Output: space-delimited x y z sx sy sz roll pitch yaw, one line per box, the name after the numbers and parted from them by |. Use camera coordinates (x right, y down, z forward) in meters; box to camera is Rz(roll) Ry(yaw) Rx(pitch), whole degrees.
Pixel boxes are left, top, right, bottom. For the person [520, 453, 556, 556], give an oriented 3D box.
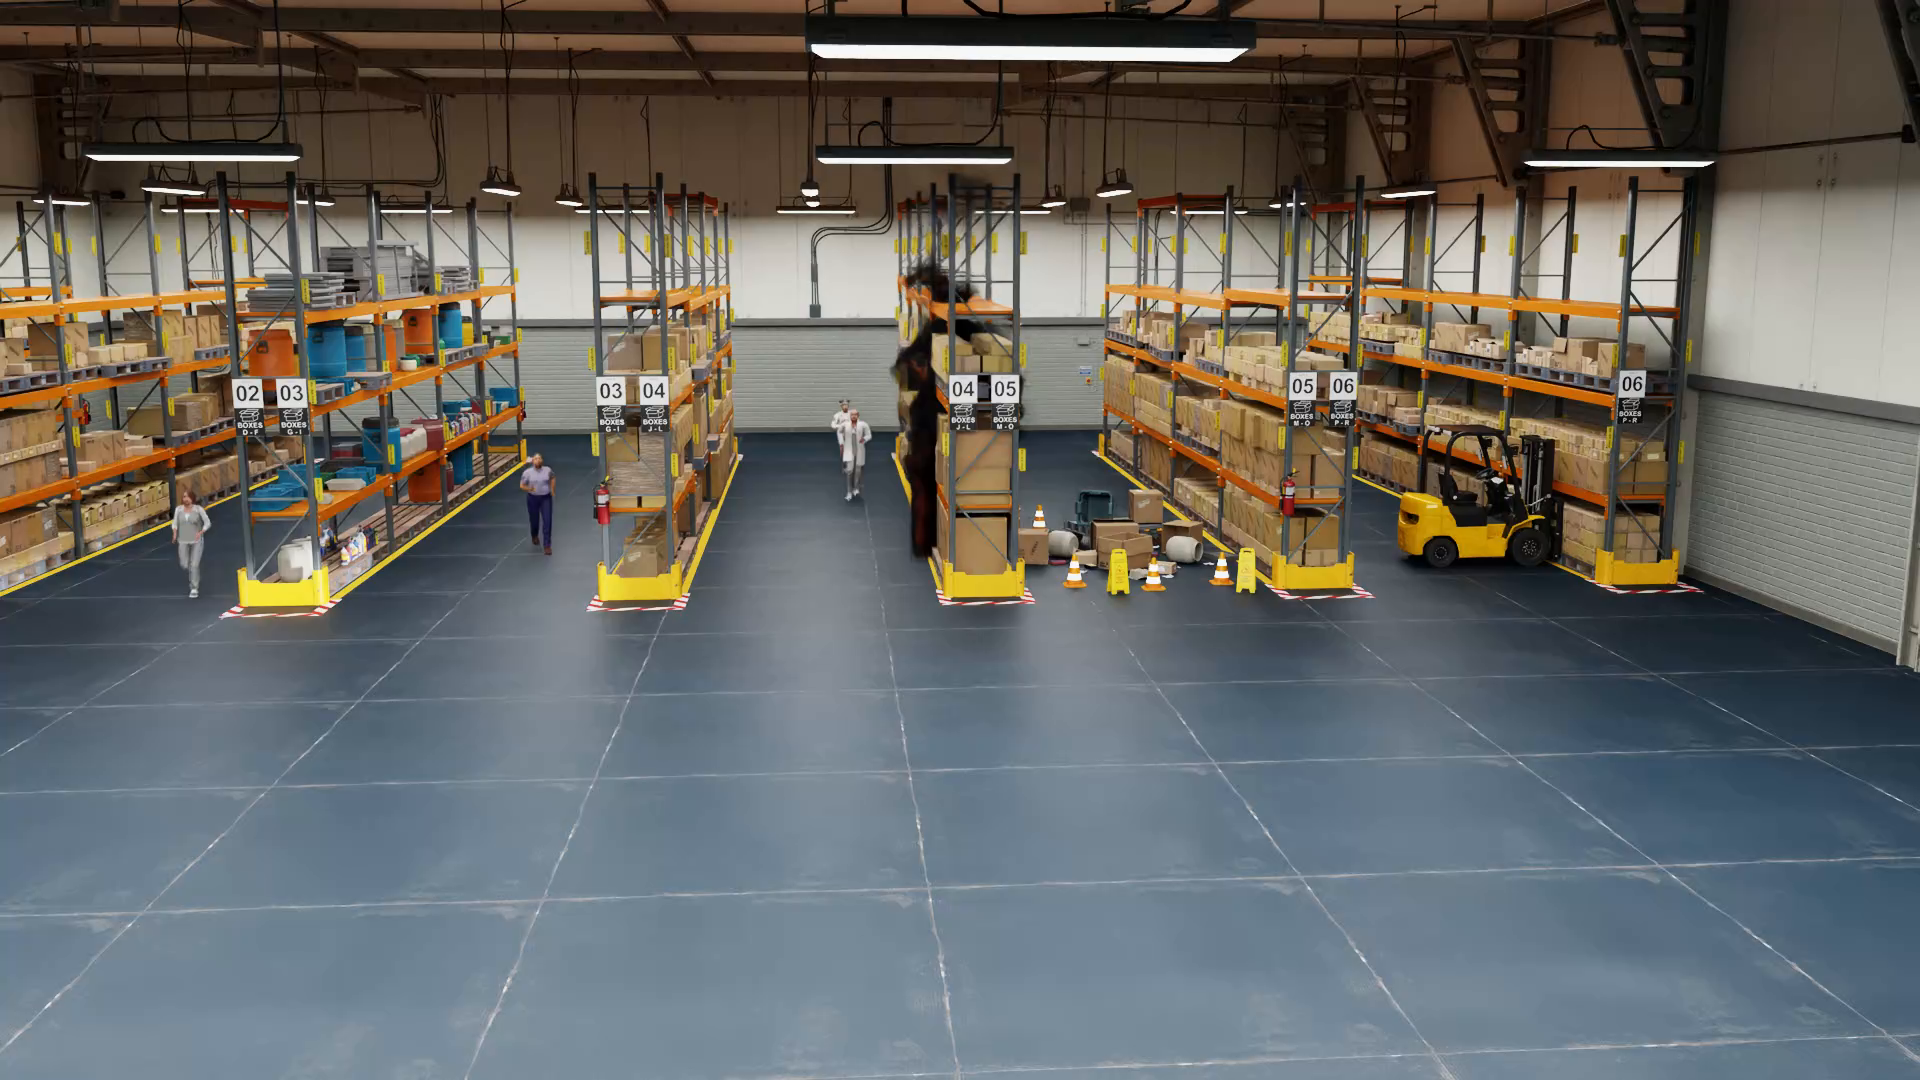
-6.933 -0.615 27.416 0.606 1.636 0.924 -4 11 -20 | person

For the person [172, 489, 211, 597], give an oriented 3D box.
-11.115 0.037 24.068 0.538 1.557 0.549 -2 10 -12 | person

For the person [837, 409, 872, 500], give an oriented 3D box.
-2.106 -1.707 33.353 0.688 1.839 0.836 -1 10 -7 | person

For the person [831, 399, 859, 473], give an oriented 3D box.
-2.512 -2.234 36.403 0.608 1.730 0.854 0 10 -3 | person
